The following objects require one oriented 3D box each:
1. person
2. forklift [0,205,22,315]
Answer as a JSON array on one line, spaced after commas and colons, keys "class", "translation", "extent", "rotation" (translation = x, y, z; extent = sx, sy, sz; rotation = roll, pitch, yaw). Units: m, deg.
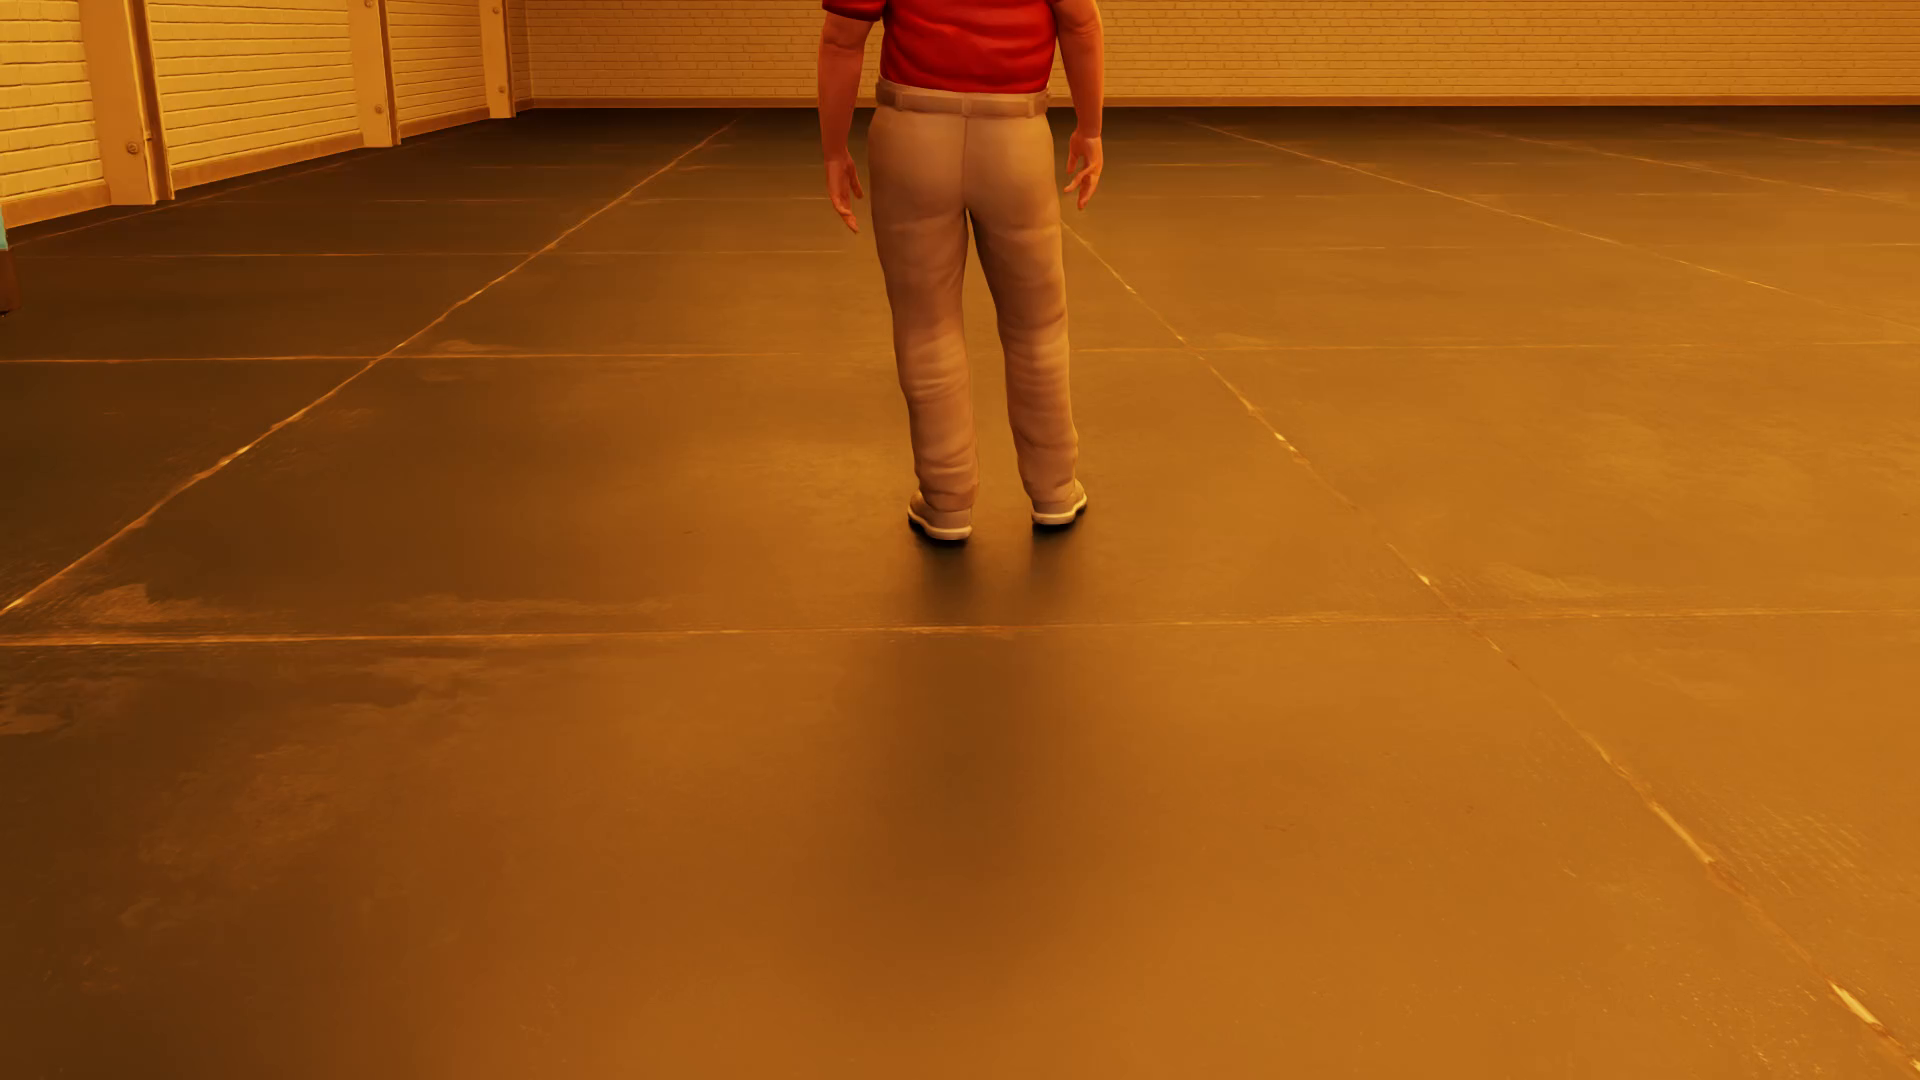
[{"class": "person", "translation": [0.008, -0.860, 3.749], "extent": [0.640, 1.727, 0.551], "rotation": [-1, 17, -3]}, {"class": "forklift", "translation": [-5.326, -2.386, 6.706], "extent": [3.031, 2.935, 1.130], "rotation": [11, 20, 31]}]
